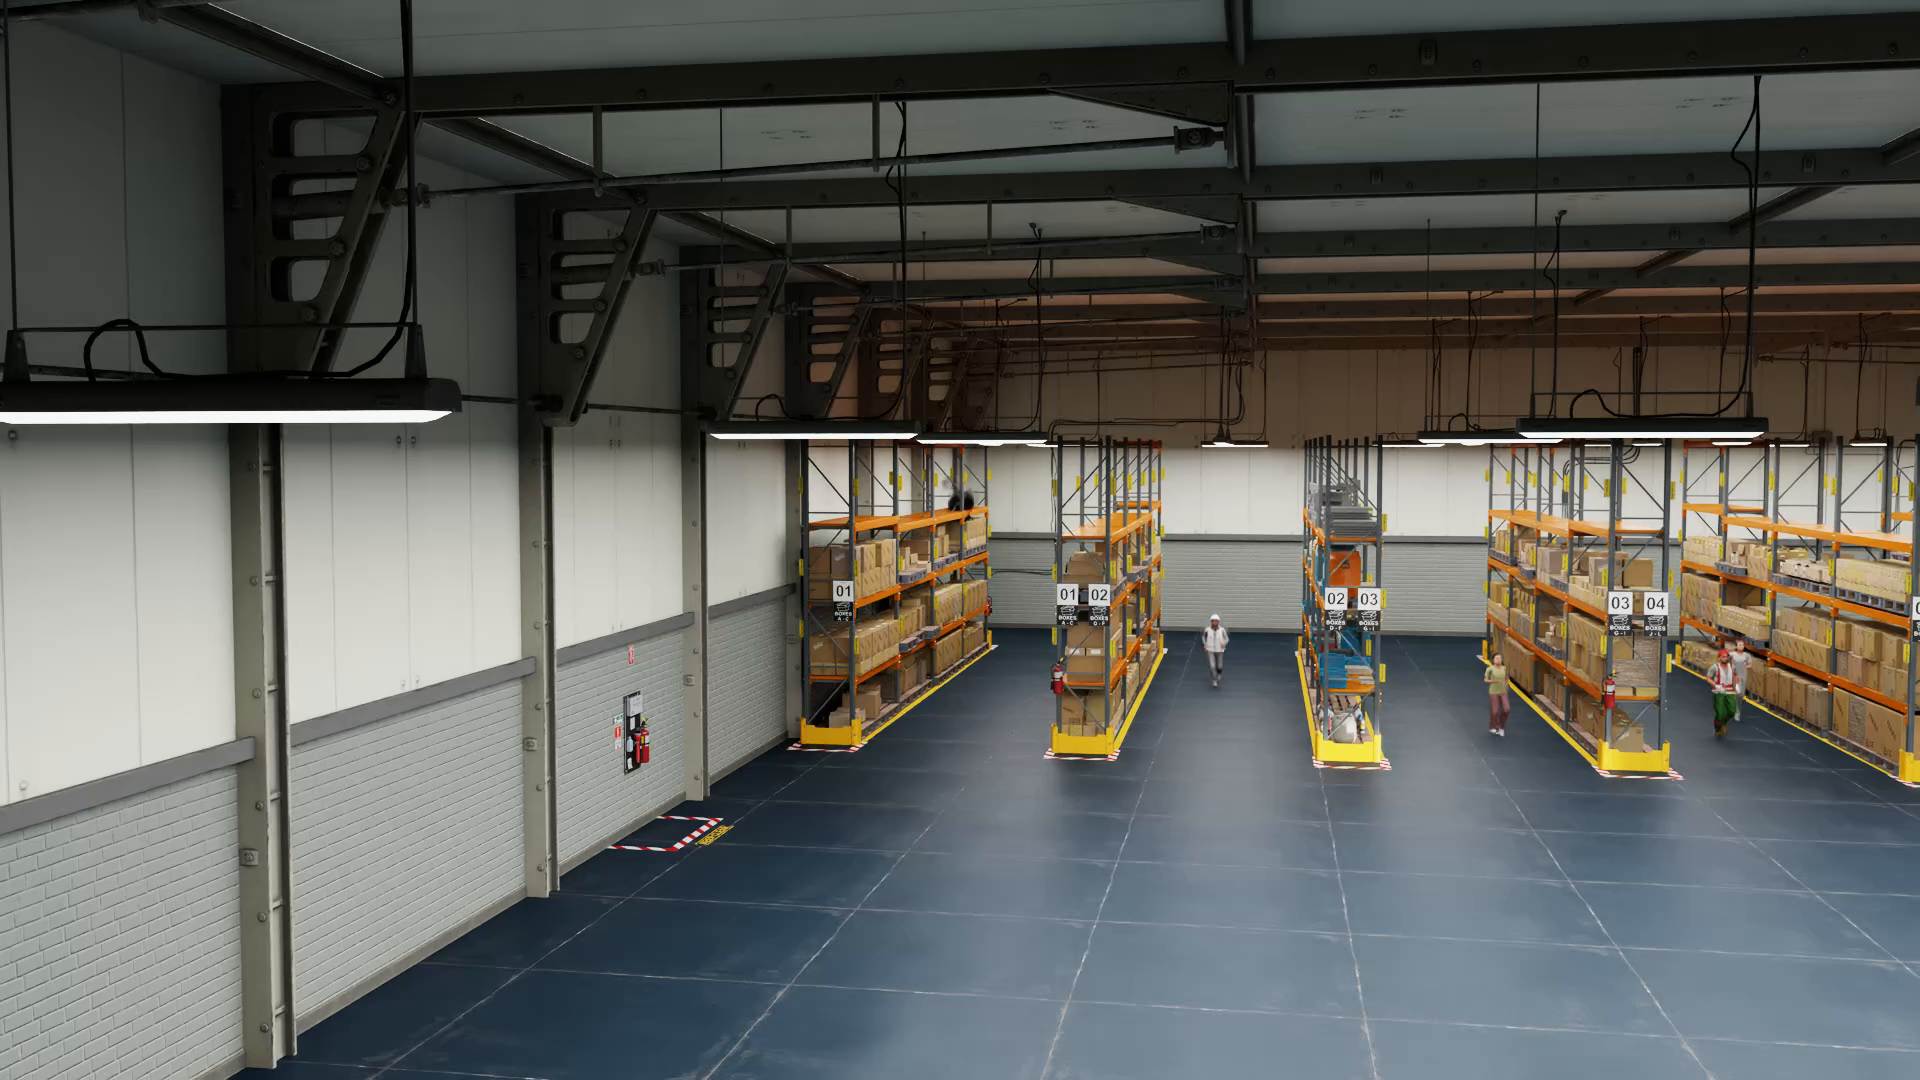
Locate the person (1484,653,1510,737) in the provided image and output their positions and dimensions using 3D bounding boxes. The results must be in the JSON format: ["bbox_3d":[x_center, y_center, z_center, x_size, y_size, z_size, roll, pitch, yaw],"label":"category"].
[{"bbox_3d":[10.768,3.101,33.261,0.561,1.665,0.620,0,3,-1],"label":"person"}]

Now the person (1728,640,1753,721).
[{"bbox_3d":[16.552,2.975,35.368,0.531,1.721,0.738,0,3,3],"label":"person"}]

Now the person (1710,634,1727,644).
[{"bbox_3d":[20.805,2.406,45.459,0.708,1.724,0.708,0,3,5],"label":"person"}]

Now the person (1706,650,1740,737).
[{"bbox_3d":[15.211,3.055,33.063,0.692,1.743,0.597,0,3,2],"label":"person"}]

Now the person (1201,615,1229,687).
[{"bbox_3d":[6.182,2.676,40.336,0.652,1.730,0.639,0,3,9],"label":"person"}]
